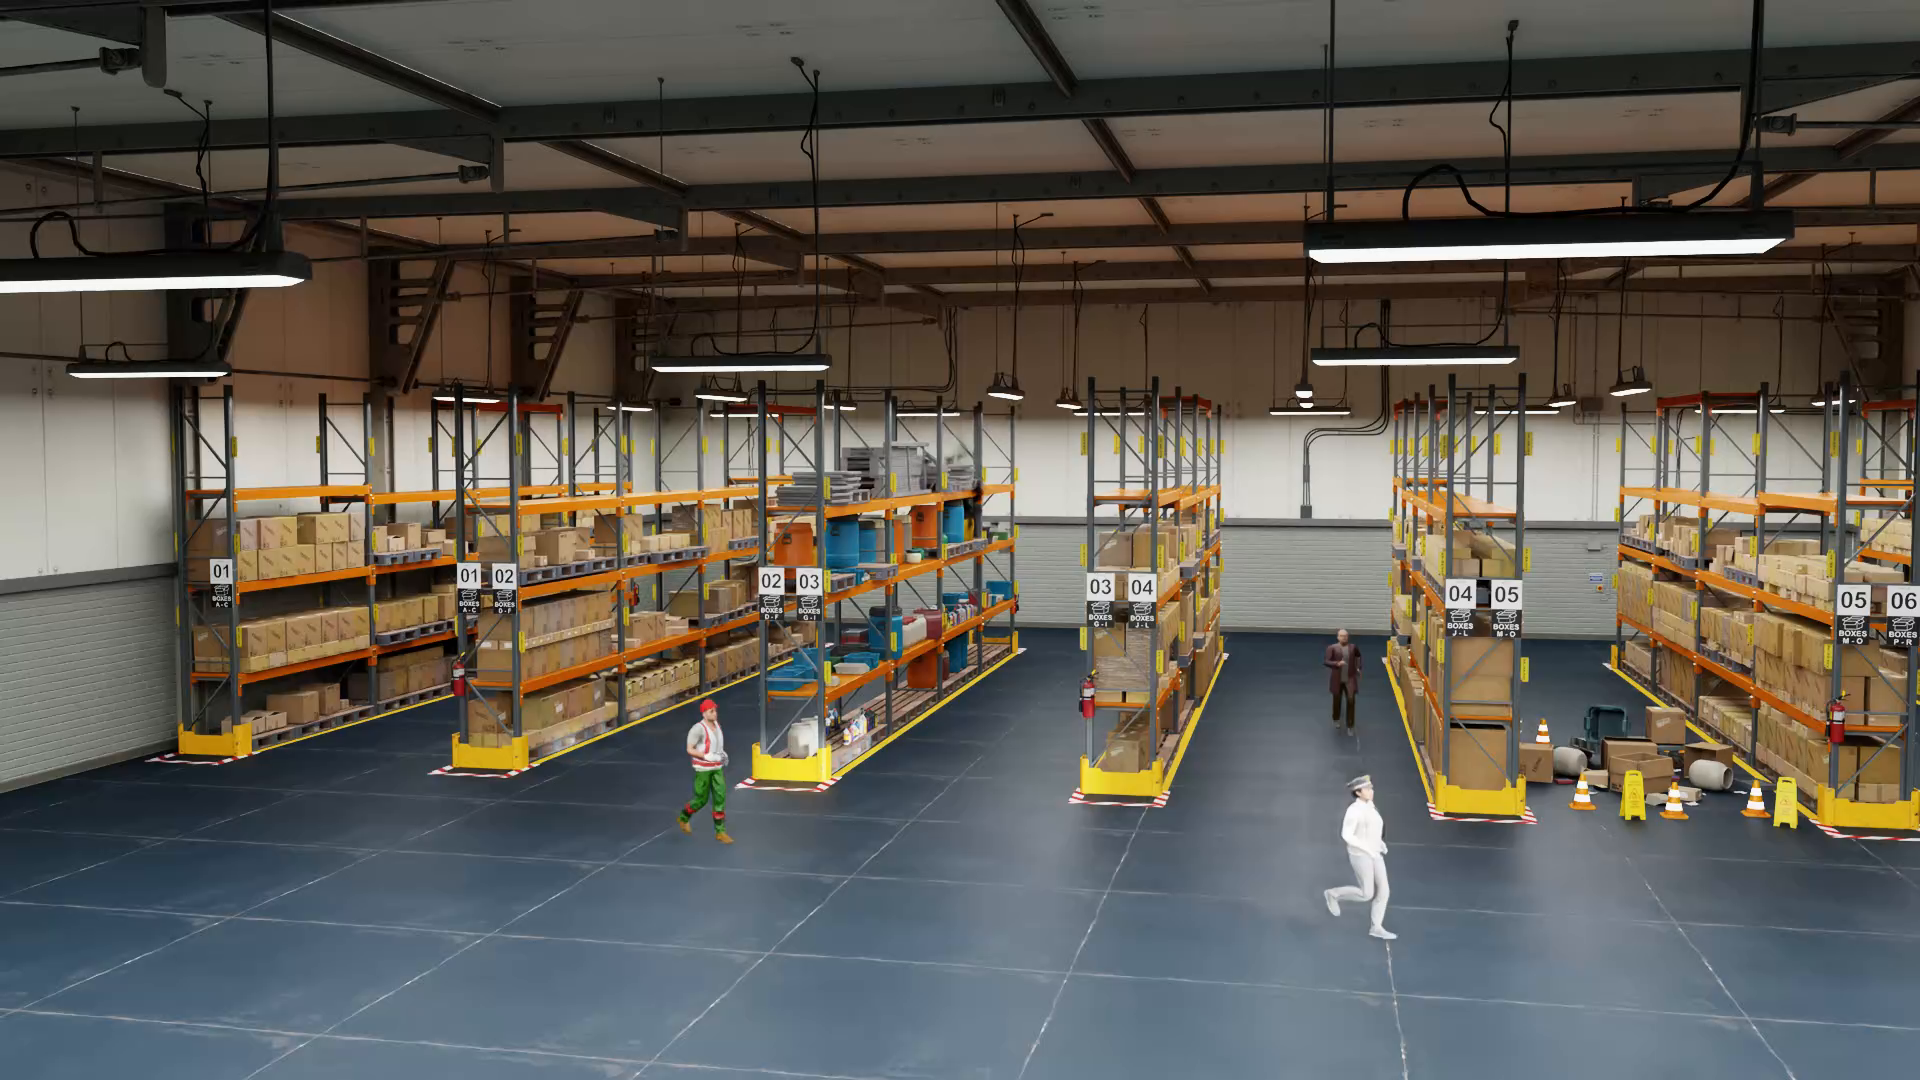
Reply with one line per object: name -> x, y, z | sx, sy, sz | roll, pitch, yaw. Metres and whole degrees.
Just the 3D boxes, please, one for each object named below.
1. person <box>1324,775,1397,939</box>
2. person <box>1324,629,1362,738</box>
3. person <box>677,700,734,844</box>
person -> 4.148, 3.229, 17.084 | 0.773, 1.644, 0.633 | 3, 4, 41
person -> 6.688, 2.472, 29.044 | 0.678, 1.829, 0.923 | 0, 3, 6
person -> -3.220, 2.921, 21.133 | 0.872, 1.801, 0.686 | 2, 4, 36
